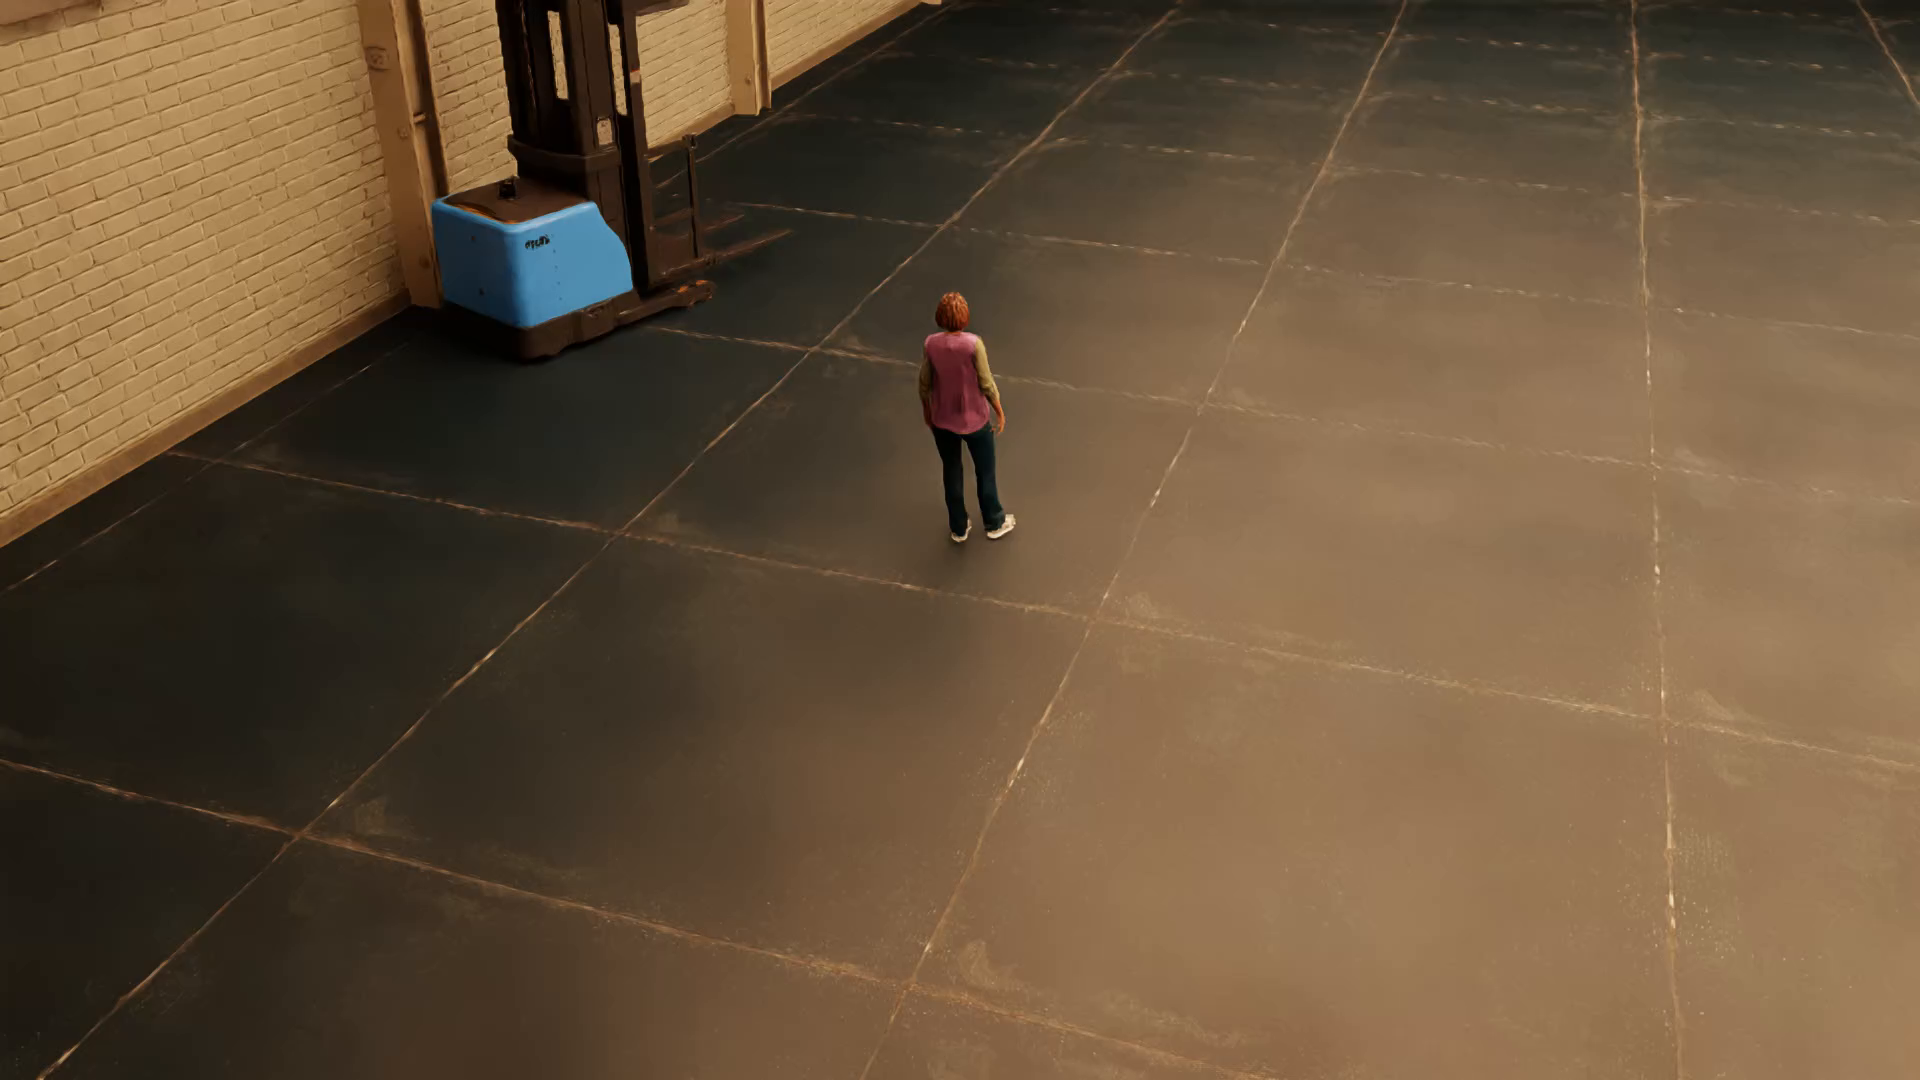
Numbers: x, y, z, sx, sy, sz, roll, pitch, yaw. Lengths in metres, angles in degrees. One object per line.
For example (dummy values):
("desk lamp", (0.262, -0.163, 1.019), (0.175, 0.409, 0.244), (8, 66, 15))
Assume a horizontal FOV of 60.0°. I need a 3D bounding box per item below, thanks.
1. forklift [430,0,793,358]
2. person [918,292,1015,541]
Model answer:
("forklift", (-2.646, -3.281, 12.893), (1.130, 2.935, 3.031), (22, 36, 33))
("person", (0.037, -0.732, 9.754), (0.520, 1.597, 0.474), (10, 31, 16))
